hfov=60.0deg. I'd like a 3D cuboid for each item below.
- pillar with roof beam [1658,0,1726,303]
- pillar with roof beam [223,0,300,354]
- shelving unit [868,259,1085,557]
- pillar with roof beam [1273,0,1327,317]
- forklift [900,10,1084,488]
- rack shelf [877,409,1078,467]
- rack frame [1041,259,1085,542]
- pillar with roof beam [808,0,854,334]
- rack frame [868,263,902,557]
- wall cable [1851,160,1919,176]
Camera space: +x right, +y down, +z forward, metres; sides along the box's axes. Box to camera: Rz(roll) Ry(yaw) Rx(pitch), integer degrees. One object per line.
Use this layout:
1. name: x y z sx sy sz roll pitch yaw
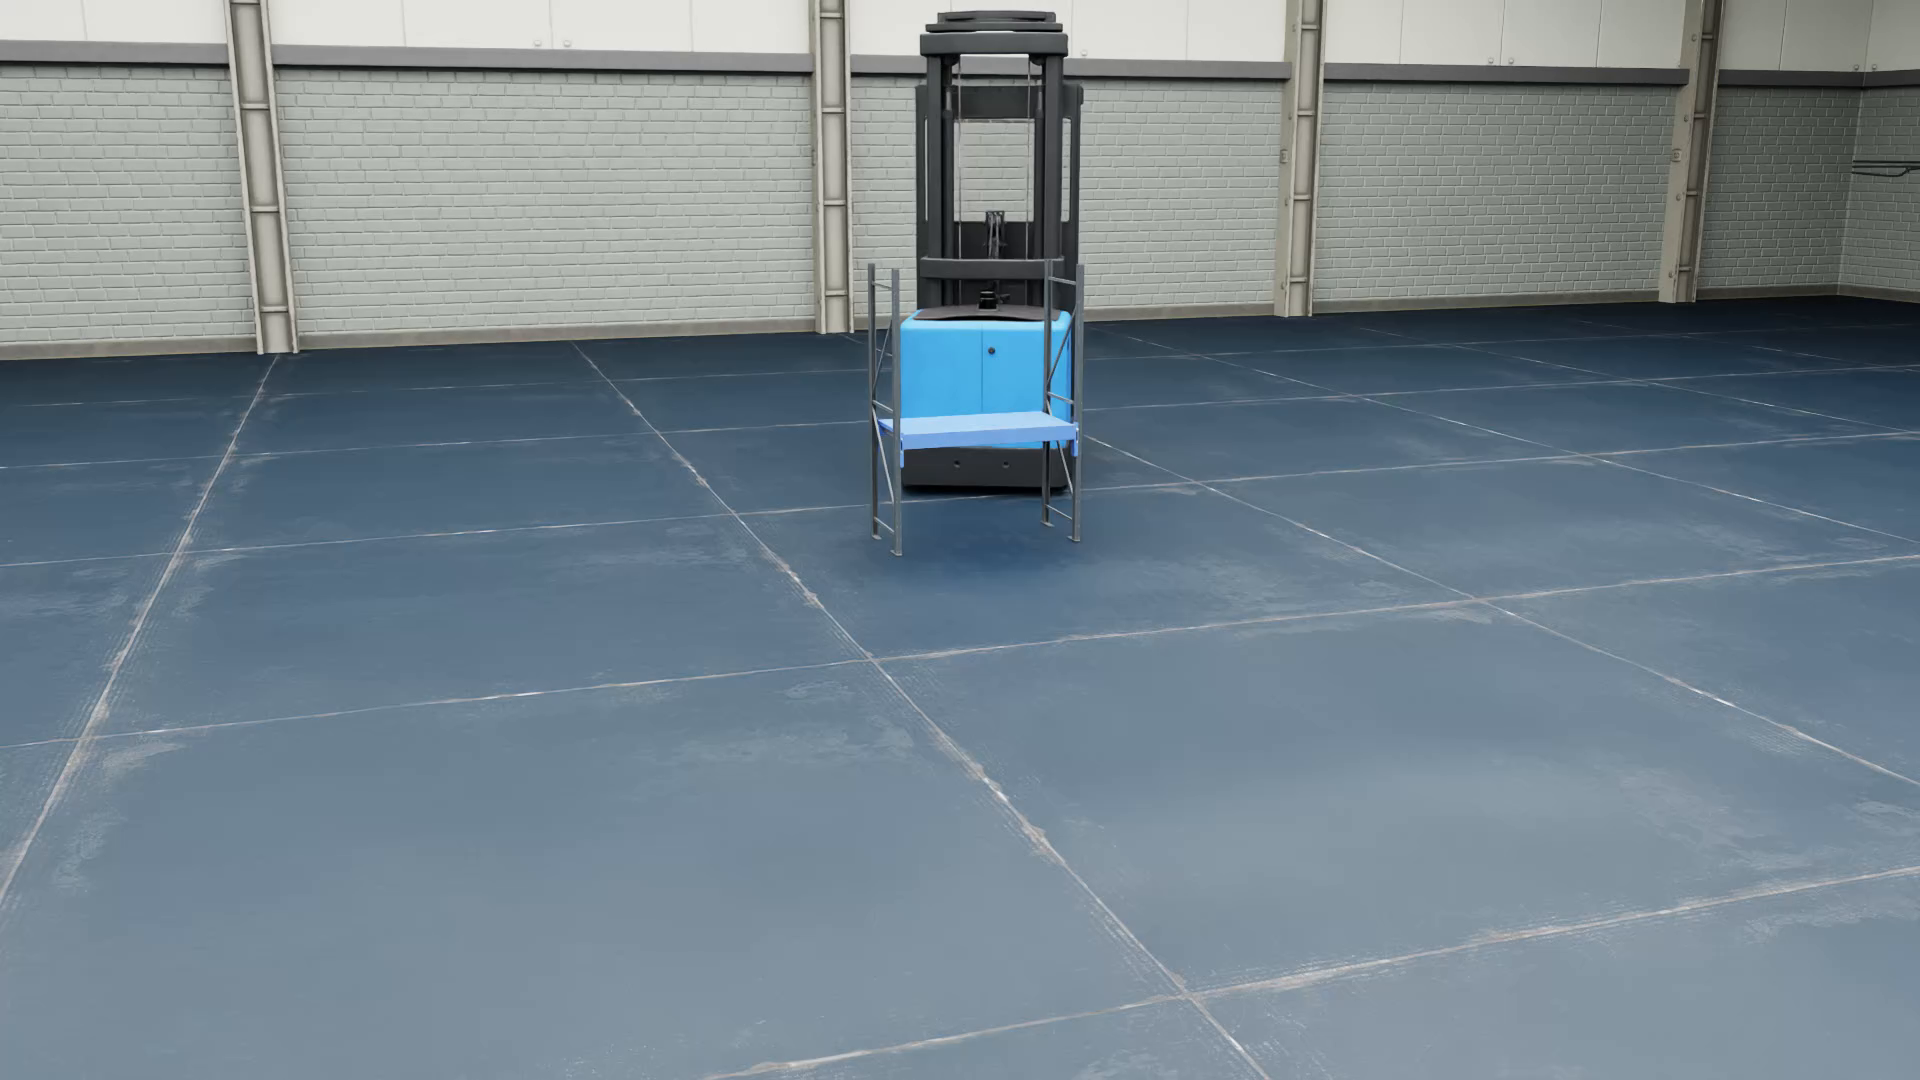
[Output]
1. pillar with roof beam: 11.290 -6.736 18.015 0.400 9.000 9.100 -4 14 -18
2. pillar with roof beam: -5.770 -5.407 12.430 0.400 9.000 9.100 -4 14 -18
3. shelving unit: 0.081 -0.736 8.996 1.048 1.500 0.538 -4 14 -18
4. pillar with roof beam: 5.604 -6.293 16.153 0.400 9.000 9.100 -4 14 -18
5. forklift: 0.274 -2.035 11.365 1.130 2.935 3.031 1 13 5
6. rack shelf: 0.081 -0.561 9.037 1.000 0.185 0.538 -4 14 -18
7. rack frame: 0.563 -0.773 9.153 0.032 1.500 0.500 -4 14 -18
8. pillar with roof beam: -0.083 -5.850 14.292 0.400 9.000 9.100 -4 14 -18
9. rack frame: -0.401 -0.698 8.838 0.032 1.500 0.500 -4 14 -18
10. wall cable: 13.131 -6.097 22.039 0.112 2.526 3.097 -4 14 -18
